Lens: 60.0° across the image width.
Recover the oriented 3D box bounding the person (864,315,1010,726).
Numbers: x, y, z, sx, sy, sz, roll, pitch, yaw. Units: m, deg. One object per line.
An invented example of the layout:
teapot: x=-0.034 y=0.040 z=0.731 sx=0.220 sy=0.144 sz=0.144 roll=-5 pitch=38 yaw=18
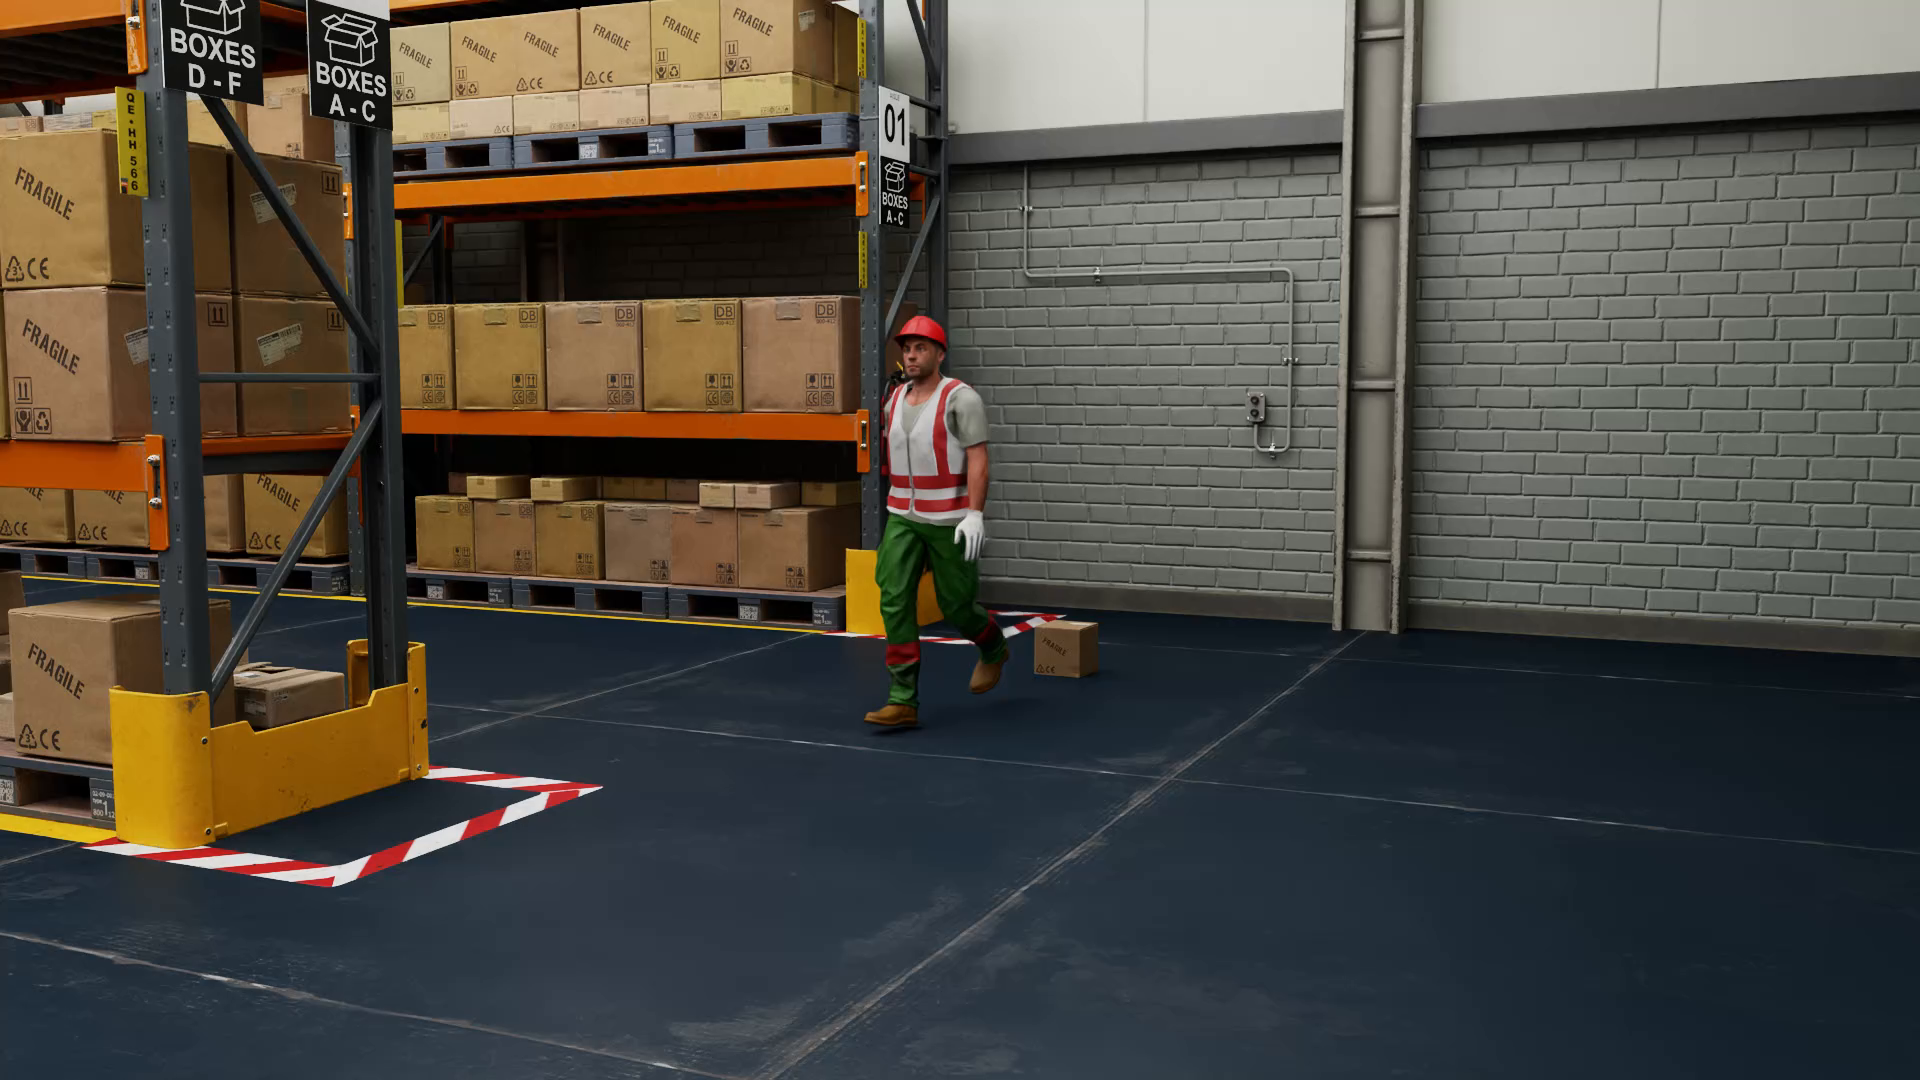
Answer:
person: x=-0.081 y=-0.093 z=7.279 sx=0.566 sy=1.763 sz=0.926 roll=3 pitch=6 yaw=32
